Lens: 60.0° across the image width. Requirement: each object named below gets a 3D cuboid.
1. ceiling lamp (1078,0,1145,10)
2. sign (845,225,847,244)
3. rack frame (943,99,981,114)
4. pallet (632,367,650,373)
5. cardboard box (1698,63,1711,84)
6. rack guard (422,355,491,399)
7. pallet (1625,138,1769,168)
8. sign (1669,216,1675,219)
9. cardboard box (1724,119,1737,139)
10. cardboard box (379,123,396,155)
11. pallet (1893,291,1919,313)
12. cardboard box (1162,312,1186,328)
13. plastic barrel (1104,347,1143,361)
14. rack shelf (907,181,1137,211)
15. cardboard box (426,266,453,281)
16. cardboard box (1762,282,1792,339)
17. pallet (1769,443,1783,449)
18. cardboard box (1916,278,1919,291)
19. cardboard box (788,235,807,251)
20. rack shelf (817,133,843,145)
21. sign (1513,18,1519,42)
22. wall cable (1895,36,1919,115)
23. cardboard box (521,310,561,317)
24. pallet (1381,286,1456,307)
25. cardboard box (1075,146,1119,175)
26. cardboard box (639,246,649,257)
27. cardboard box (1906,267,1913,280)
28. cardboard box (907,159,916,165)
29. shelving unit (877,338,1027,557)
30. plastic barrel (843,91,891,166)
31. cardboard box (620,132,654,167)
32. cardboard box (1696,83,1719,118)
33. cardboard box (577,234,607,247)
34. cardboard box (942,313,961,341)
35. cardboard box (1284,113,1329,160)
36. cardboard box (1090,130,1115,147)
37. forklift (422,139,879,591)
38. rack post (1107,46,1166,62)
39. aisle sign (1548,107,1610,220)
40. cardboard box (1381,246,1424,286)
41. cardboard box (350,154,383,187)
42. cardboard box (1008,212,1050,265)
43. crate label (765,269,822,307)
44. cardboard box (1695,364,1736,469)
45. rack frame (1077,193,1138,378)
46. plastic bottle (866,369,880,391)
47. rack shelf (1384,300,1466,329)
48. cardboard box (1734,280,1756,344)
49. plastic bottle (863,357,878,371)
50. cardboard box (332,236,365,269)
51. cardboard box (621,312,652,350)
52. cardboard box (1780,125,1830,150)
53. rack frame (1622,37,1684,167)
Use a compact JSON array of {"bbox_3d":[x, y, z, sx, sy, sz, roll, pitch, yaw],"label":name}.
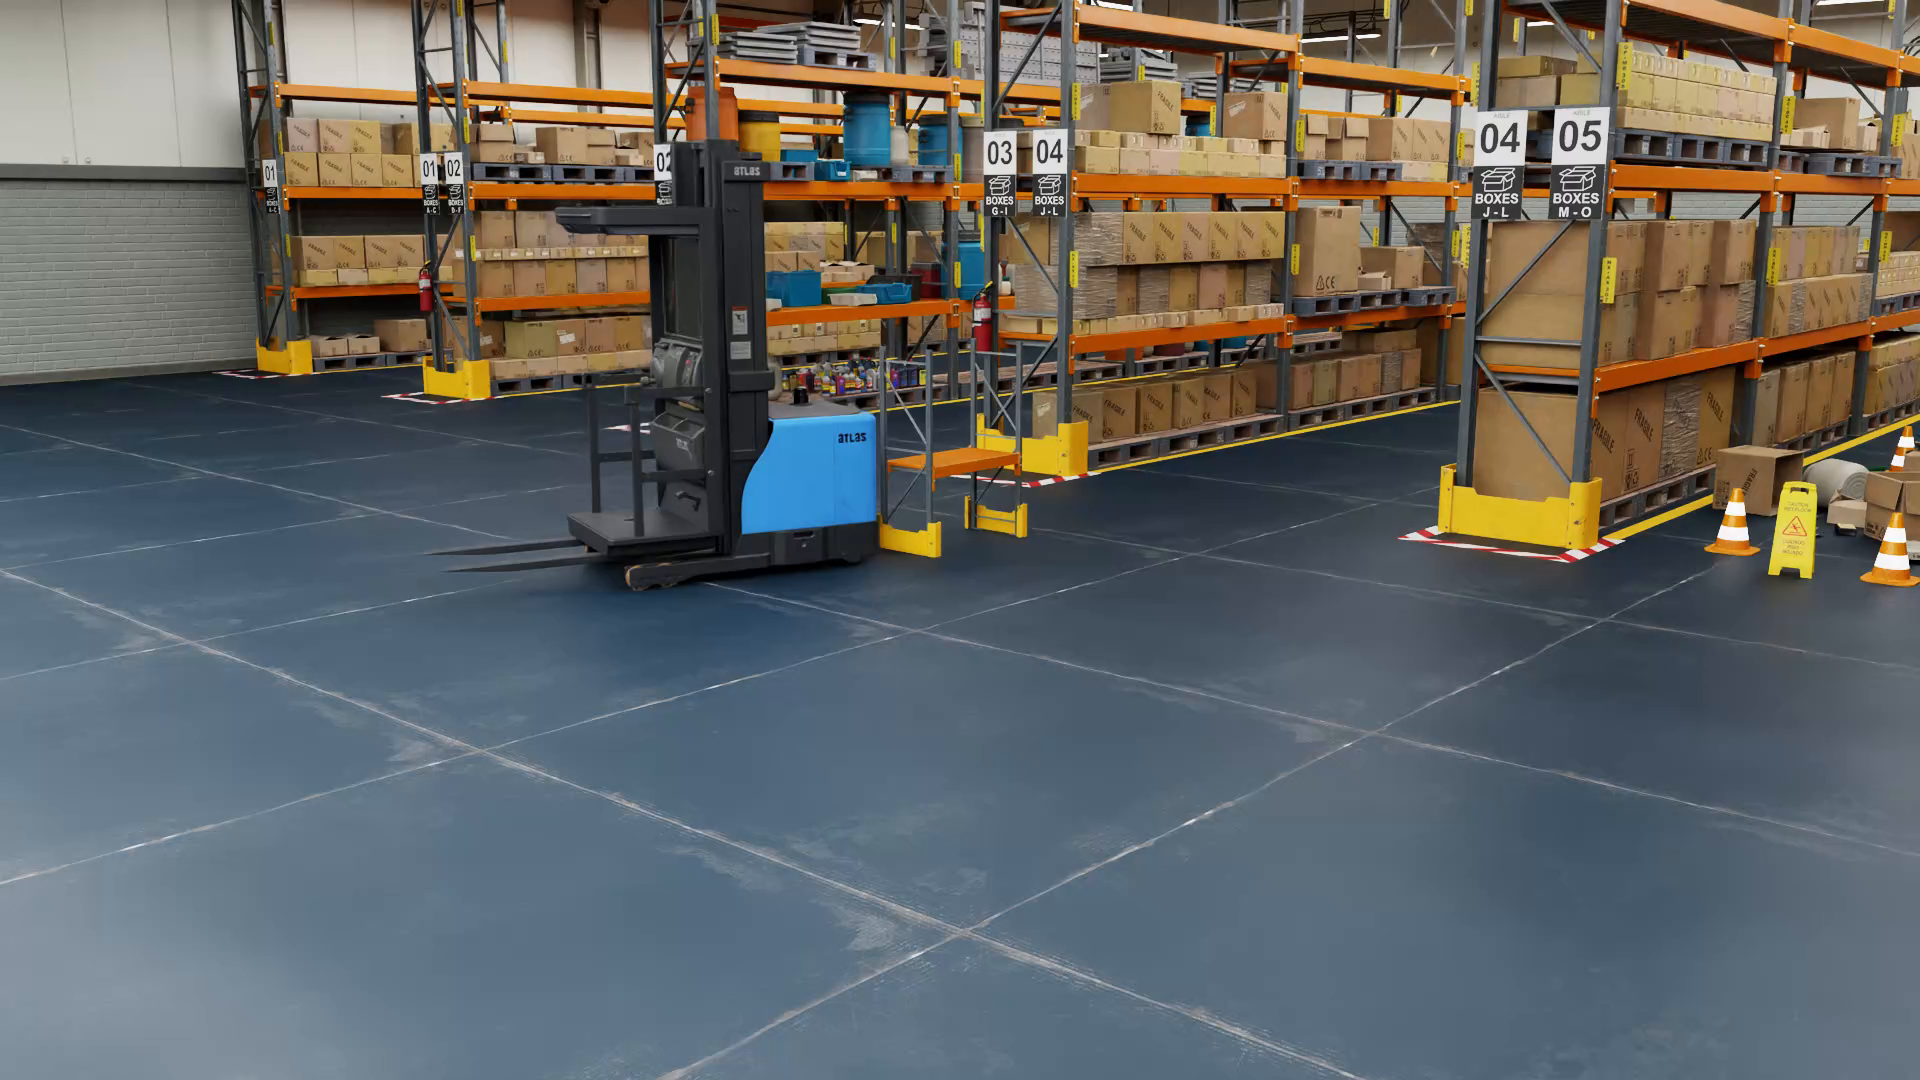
[{"bbox_3d":[2.603,-10.533,27.566,0.800,3.185,2.000,10,15,40],"label":"ceiling lamp"},{"bbox_3d":[-1.928,-5.210,28.385,0.100,0.325,0.005,10,15,40],"label":"sign"},{"bbox_3d":[0.043,-9.371,36.655,1.000,3.000,0.127,10,15,40],"label":"rack frame"},{"bbox_3d":[-4.711,-2.545,24.914,1.003,0.211,1.213,10,15,40],"label":"pallet"},{"bbox_3d":[5.771,-3.724,13.318,0.380,0.149,0.250,10,15,41],"label":"cardboard box"},{"bbox_3d":[-6.811,-2.206,22.480,1.175,0.500,0.348,10,15,40],"label":"rack guard"},{"bbox_3d":[6.395,-3.395,14.618,1.003,0.211,1.213,10,15,40],"label":"pallet"},{"bbox_3d":[11.604,-5.120,27.125,0.100,0.325,0.005,10,15,40],"label":"sign"},{"bbox_3d":[6.273,-3.445,13.955,0.380,0.149,0.250,10,15,41],"label":"cardboard box"},{"bbox_3d":[-9.399,-6.417,26.664,0.500,0.500,0.500,10,15,40],"label":"cardboard box"},{"bbox_3d":[10.860,-2.877,19.949,1.003,0.211,1.213,10,15,40],"label":"pallet"},{"bbox_3d":[2.074,-2.250,16.960,0.380,0.149,0.250,10,15,40],"label":"cardboard box"},{"bbox_3d":[2.514,-3.187,25.480,0.600,0.830,0.708,10,15,40],"label":"plastic barrel"},{"bbox_3d":[0.884,-4.795,23.240,1.077,0.370,4.000,10,15,40],"label":"rack shelf"},{"bbox_3d":[-8.619,-4.343,27.129,0.500,0.250,0.500,10,15,40],"label":"cardboard box"},{"bbox_3d":[7.493,-2.178,15.702,0.500,0.500,0.500,10,15,41],"label":"cardboard box"},{"bbox_3d":[7.396,-0.842,16.389,1.003,0.211,1.213,10,15,40],"label":"pallet"},{"bbox_3d":[11.429,-3.109,20.188,0.380,0.149,0.250,9,14,38],"label":"cardboard box"},{"bbox_3d":[-3.380,-5.796,33.005,0.500,0.500,0.500,10,15,40],"label":"cardboard box"},{"bbox_3d":[-1.277,-8.528,35.292,1.077,0.370,4.000,10,15,40],"label":"rack shelf"},{"bbox_3d":[8.164,-7.473,24.360,0.100,0.325,0.005,10,15,40],"label":"sign"},{"bbox_3d":[17.527,-9.414,28.655,2.277,5.999,0.120,10,15,40],"label":"wall cable"},{"bbox_3d":[-7.405,-3.764,29.158,0.700,0.500,0.500,10,15,42],"label":"cardboard box"},{"bbox_3d":[5.534,-3.118,21.155,1.213,0.211,1.003,10,15,40],"label":"pallet"},{"bbox_3d":[1.156,-3.589,15.746,0.500,0.250,0.500,10,15,42],"label":"cardboard box"},{"bbox_3d":[-4.681,-4.210,24.218,0.380,0.149,0.250,10,15,40],"label":"cardboard box"},{"bbox_3d":[11.078,-3.179,19.777,0.380,0.149,0.250,11,15,42],"label":"cardboard box"},{"bbox_3d":[-1.251,-6.201,28.185,0.910,0.500,0.500,10,15,40],"label":"cardboard box"},{"bbox_3d":[-0.050,-0.724,12.508,0.587,1.500,1.083,10,15,40],"label":"shelving unit"},{"bbox_3d":[-1.174,-5.173,20.942,0.600,0.901,0.708,10,15,40],"label":"plastic barrel"},{"bbox_3d":[-4.685,-5.778,24.641,0.500,0.500,0.500,-11,15,-43],"label":"cardboard box"},{"bbox_3d":[5.813,-3.557,13.498,0.500,0.250,0.500,10,15,40],"label":"cardboard box"},{"bbox_3d":[-5.437,-4.422,23.622,0.700,0.500,0.500,10,15,40],"label":"cardboard box"},{"bbox_3d":[-0.323,-3.783,29.253,0.500,0.500,0.500,10,15,40],"label":"cardboard box"},{"bbox_3d":[3.669,-4.526,18.721,0.797,0.503,0.637,9,14,38],"label":"cardboard box"},{"bbox_3d":[1.243,-3.783,15.701,0.380,0.149,0.250,10,15,42],"label":"cardboard box"},{"bbox_3d":[-2.122,-1.219,11.331,3.031,2.935,1.130,-6,13,-28],"label":"forklift"},{"bbox_3d":[2.645,-7.294,24.936,0.624,0.289,0.986,10,15,40],"label":"rack post"},{"bbox_3d":[4.481,-2.724,12.051,0.394,0.787,0.004,10,15,40],"label":"aisle sign"},{"bbox_3d":[5.598,-3.501,21.256,0.500,0.500,0.500,8,14,33],"label":"cardboard box"},{"bbox_3d":[-9.389,-5.773,25.993,0.500,0.500,0.500,11,16,43],"label":"cardboard box"},{"bbox_3d":[0.821,-2.952,16.266,0.500,0.500,0.500,10,15,40],"label":"cardboard box"},{"bbox_3d":[-2.065,-3.118,20.571,0.502,0.435,0.616,10,15,40],"label":"crate label"},{"bbox_3d":[6.476,-1.167,15.248,0.875,0.875,0.875,10,15,41],"label":"cardboard box"},{"bbox_3d":[2.204,-3.971,24.937,1.000,3.000,0.127,10,15,40],"label":"rack frame"},{"bbox_3d":[-1.095,-2.032,21.057,0.152,0.276,0.135,10,15,41],"label":"plastic bottle"},{"bbox_3d":[7.245,-3.273,23.274,1.077,0.370,4.000,10,15,40],"label":"rack shelf"},{"bbox_3d":[6.709,-2.104,15.205,0.875,0.550,0.550,10,15,40],"label":"cardboard box"},{"bbox_3d":[-1.173,-2.216,21.787,0.144,0.351,0.185,10,15,40],"label":"plastic bottle"},{"bbox_3d":[-9.644,-4.482,25.911,0.500,0.500,0.500,10,15,41],"label":"cardboard box"},{"bbox_3d":[-4.635,-3.081,24.510,0.500,0.500,0.500,10,15,40],"label":"cardboard box"},{"bbox_3d":[8.338,-3.994,16.409,0.396,0.266,0.258,10,15,40],"label":"cardboard box"},{"bbox_3d":[11.206,-7.450,27.036,1.000,3.000,0.127,10,15,40],"label":"rack frame"}]
